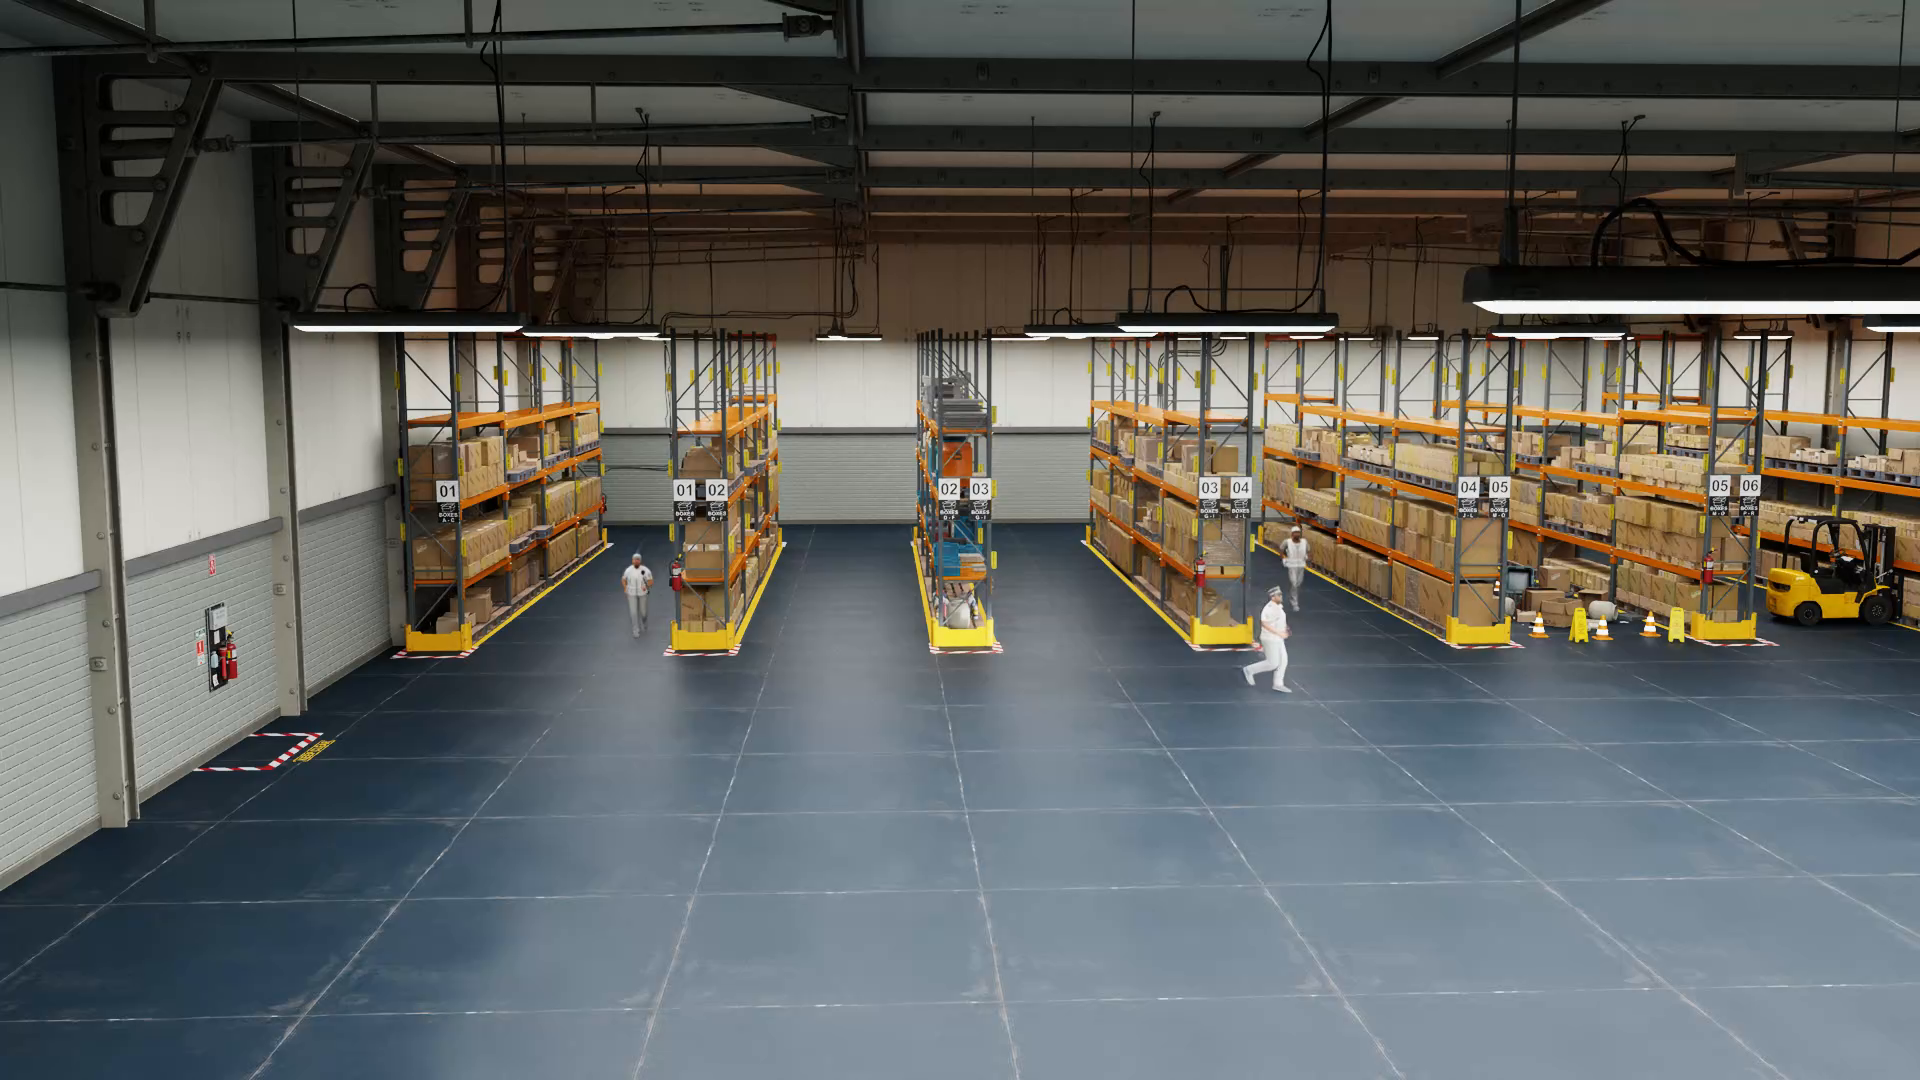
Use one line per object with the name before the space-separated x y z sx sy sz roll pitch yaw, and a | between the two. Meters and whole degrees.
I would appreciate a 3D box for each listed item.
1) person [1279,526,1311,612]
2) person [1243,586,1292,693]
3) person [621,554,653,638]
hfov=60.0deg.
person | 7.244 0.588 35.865 0.669 1.793 0.900 -1 7 -8
person | 5.131 1.626 27.525 0.782 1.778 0.668 3 8 27
person | -6.342 1.074 32.668 0.613 1.620 0.688 -1 7 -8
